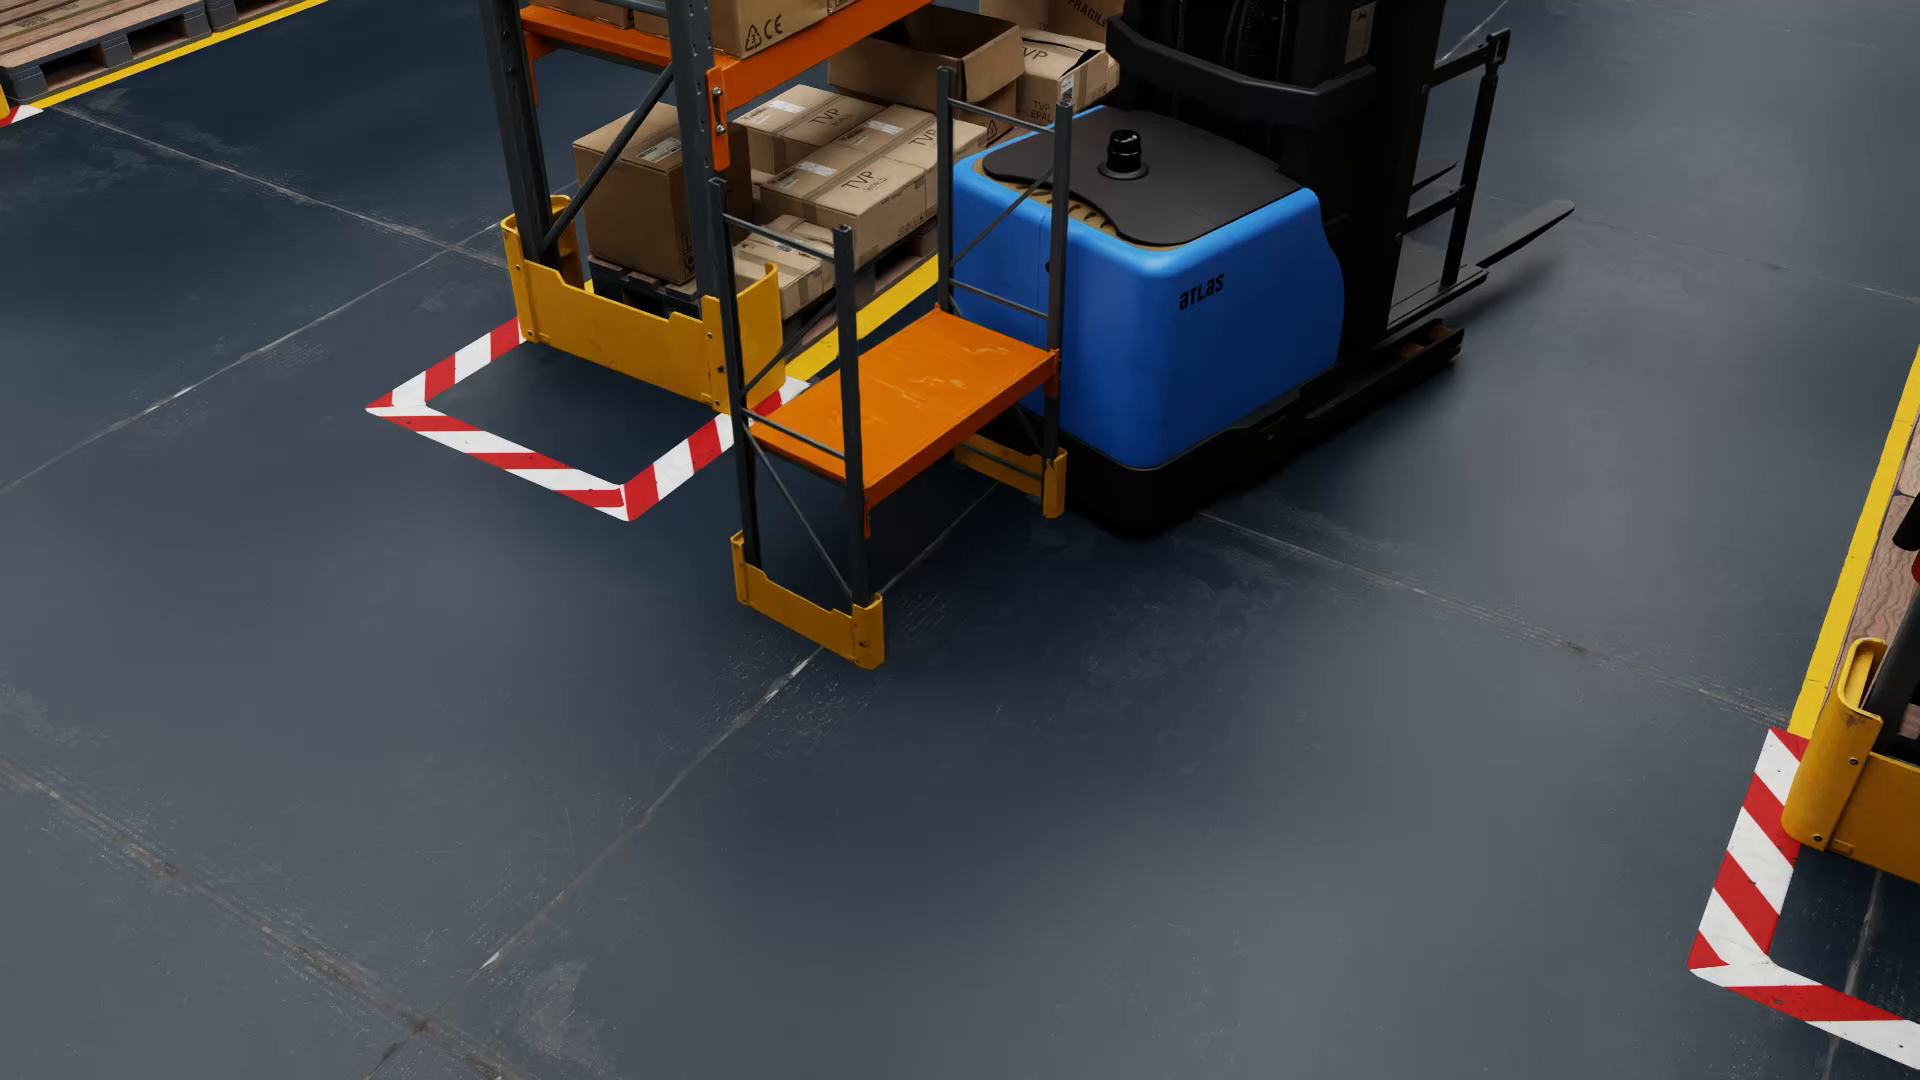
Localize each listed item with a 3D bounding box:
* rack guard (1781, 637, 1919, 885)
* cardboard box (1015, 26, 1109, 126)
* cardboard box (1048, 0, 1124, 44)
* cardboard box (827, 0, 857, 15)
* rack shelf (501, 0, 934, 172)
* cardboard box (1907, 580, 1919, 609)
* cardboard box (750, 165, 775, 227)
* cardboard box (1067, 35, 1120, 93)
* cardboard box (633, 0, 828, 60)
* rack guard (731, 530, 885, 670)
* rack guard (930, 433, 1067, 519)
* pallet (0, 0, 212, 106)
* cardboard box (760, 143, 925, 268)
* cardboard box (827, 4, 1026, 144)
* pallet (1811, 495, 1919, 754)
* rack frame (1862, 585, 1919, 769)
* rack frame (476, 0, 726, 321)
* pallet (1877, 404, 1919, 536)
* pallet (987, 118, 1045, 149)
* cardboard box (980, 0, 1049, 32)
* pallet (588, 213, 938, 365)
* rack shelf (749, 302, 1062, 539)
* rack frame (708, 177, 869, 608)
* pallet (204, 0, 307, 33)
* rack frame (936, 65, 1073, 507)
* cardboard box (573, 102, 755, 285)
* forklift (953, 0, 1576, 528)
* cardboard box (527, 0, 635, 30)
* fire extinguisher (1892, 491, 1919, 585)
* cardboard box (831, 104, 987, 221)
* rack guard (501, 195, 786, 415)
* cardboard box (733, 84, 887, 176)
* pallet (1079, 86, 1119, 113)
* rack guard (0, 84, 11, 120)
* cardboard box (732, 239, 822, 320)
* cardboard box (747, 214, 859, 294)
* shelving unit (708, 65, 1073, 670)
[{"bbox_3d":[2.883,0.731,4.393,1.175,0.500,0.348,21,42,25],"label":"rack guard"},{"bbox_3d":[0.387,-2.288,8.104,0.500,0.311,0.500,21,42,25],"label":"cardboard box"},{"bbox_3d":[0.789,-2.750,8.548,0.500,0.500,0.500,21,42,25],"label":"cardboard box"},{"bbox_3d":[-0.556,-2.340,6.247,0.500,0.500,0.500,21,42,25],"label":"cardboard box"},{"bbox_3d":[-0.217,-2.636,7.302,1.077,0.370,4.000,21,42,25],"label":"rack shelf"},{"bbox_3d":[3.187,0.158,4.791,0.700,0.500,0.500,21,42,25],"label":"cardboard box"},{"bbox_3d":[-0.912,-1.483,7.177,0.380,0.166,0.250,21,42,25],"label":"cardboard box"},{"bbox_3d":[0.638,-2.398,8.378,0.380,0.149,0.250,21,42,25],"label":"cardboard box"},{"bbox_3d":[-0.828,-2.072,5.899,0.500,0.500,0.500,22,43,26],"label":"cardboard box"},{"bbox_3d":[-0.488,0.186,5.304,0.587,0.250,0.087,25,44,29],"label":"rack guard"},{"bbox_3d":[0.121,-0.295,5.928,0.587,0.250,0.087,25,44,29],"label":"rack guard"},{"bbox_3d":[-4.995,-2.820,9.236,1.003,0.211,1.213,21,42,25],"label":"pallet"},{"bbox_3d":[-0.490,-1.421,7.028,0.500,0.250,0.500,21,42,25],"label":"cardboard box"},{"bbox_3d":[-0.148,-2.168,7.789,0.797,0.503,0.637,21,42,25],"label":"cardboard box"},{"bbox_3d":[3.258,0.395,5.065,1.003,0.211,1.213,21,42,25],"label":"pallet"},{"bbox_3d":[2.896,-0.272,3.646,1.000,3.000,0.127,21,42,25],"label":"rack frame"},{"bbox_3d":[-1.289,-1.890,5.745,1.000,3.000,0.127,21,42,25],"label":"rack frame"},{"bbox_3d":[3.913,-0.232,5.878,1.003,0.211,1.213,21,42,25],"label":"pallet"},{"bbox_3d":[-0.167,-1.863,7.993,1.003,0.211,1.213,21,42,25],"label":"pallet"},{"bbox_3d":[0.447,-2.916,8.918,0.500,0.311,0.500,21,42,25],"label":"cardboard box"},{"bbox_3d":[-0.822,-1.236,7.181,1.003,0.211,1.213,21,42,25],"label":"pallet"},{"bbox_3d":[-0.178,-0.411,5.350,0.538,0.185,1.000,25,44,29],"label":"rack shelf"},{"bbox_3d":[-0.488,-0.308,4.921,0.500,1.500,0.032,25,44,29],"label":"rack frame"},{"bbox_3d":[-4.340,-3.447,10.048,1.003,0.211,1.213,21,42,25],"label":"pallet"},{"bbox_3d":[0.133,-0.800,5.559,0.500,1.500,0.032,25,44,29],"label":"rack frame"},{"bbox_3d":[-1.205,-1.435,6.842,0.500,0.500,0.500,21,42,25],"label":"cardboard box"},{"bbox_3d":[1.364,-1.980,5.918,3.031,2.935,1.130,-29,46,-32],"label":"forklift"},{"bbox_3d":[-1.279,-2.250,6.130,0.500,0.500,0.500,23,43,26],"label":"cardboard box"},{"bbox_3d":[2.426,-0.167,3.878,0.296,0.674,0.183,21,42,25],"label":"fire extinguisher"},{"bbox_3d":[-0.222,-1.678,7.362,0.500,0.250,0.500,21,42,25],"label":"cardboard box"},{"bbox_3d":[-1.248,-0.939,6.559,1.175,0.500,0.348,21,42,25],"label":"rack guard"},{"bbox_3d":[-0.671,-1.816,7.541,0.500,0.250,0.500,21,42,25],"label":"cardboard box"},{"bbox_3d":[0.486,-2.494,8.813,1.003,0.211,1.213,21,42,25],"label":"pallet"},{"bbox_3d":[-5.471,-2.506,8.591,1.175,0.500,0.348,21,42,25],"label":"rack guard"},{"bbox_3d":[-0.774,-1.039,6.615,0.380,0.149,0.250,21,42,25],"label":"cardboard box"},{"bbox_3d":[-0.640,-1.175,6.777,0.380,0.166,0.250,21,42,25],"label":"cardboard box"},{"bbox_3d":[-0.183,-0.550,5.234,0.587,1.500,1.083,25,44,29],"label":"shelving unit"}]
